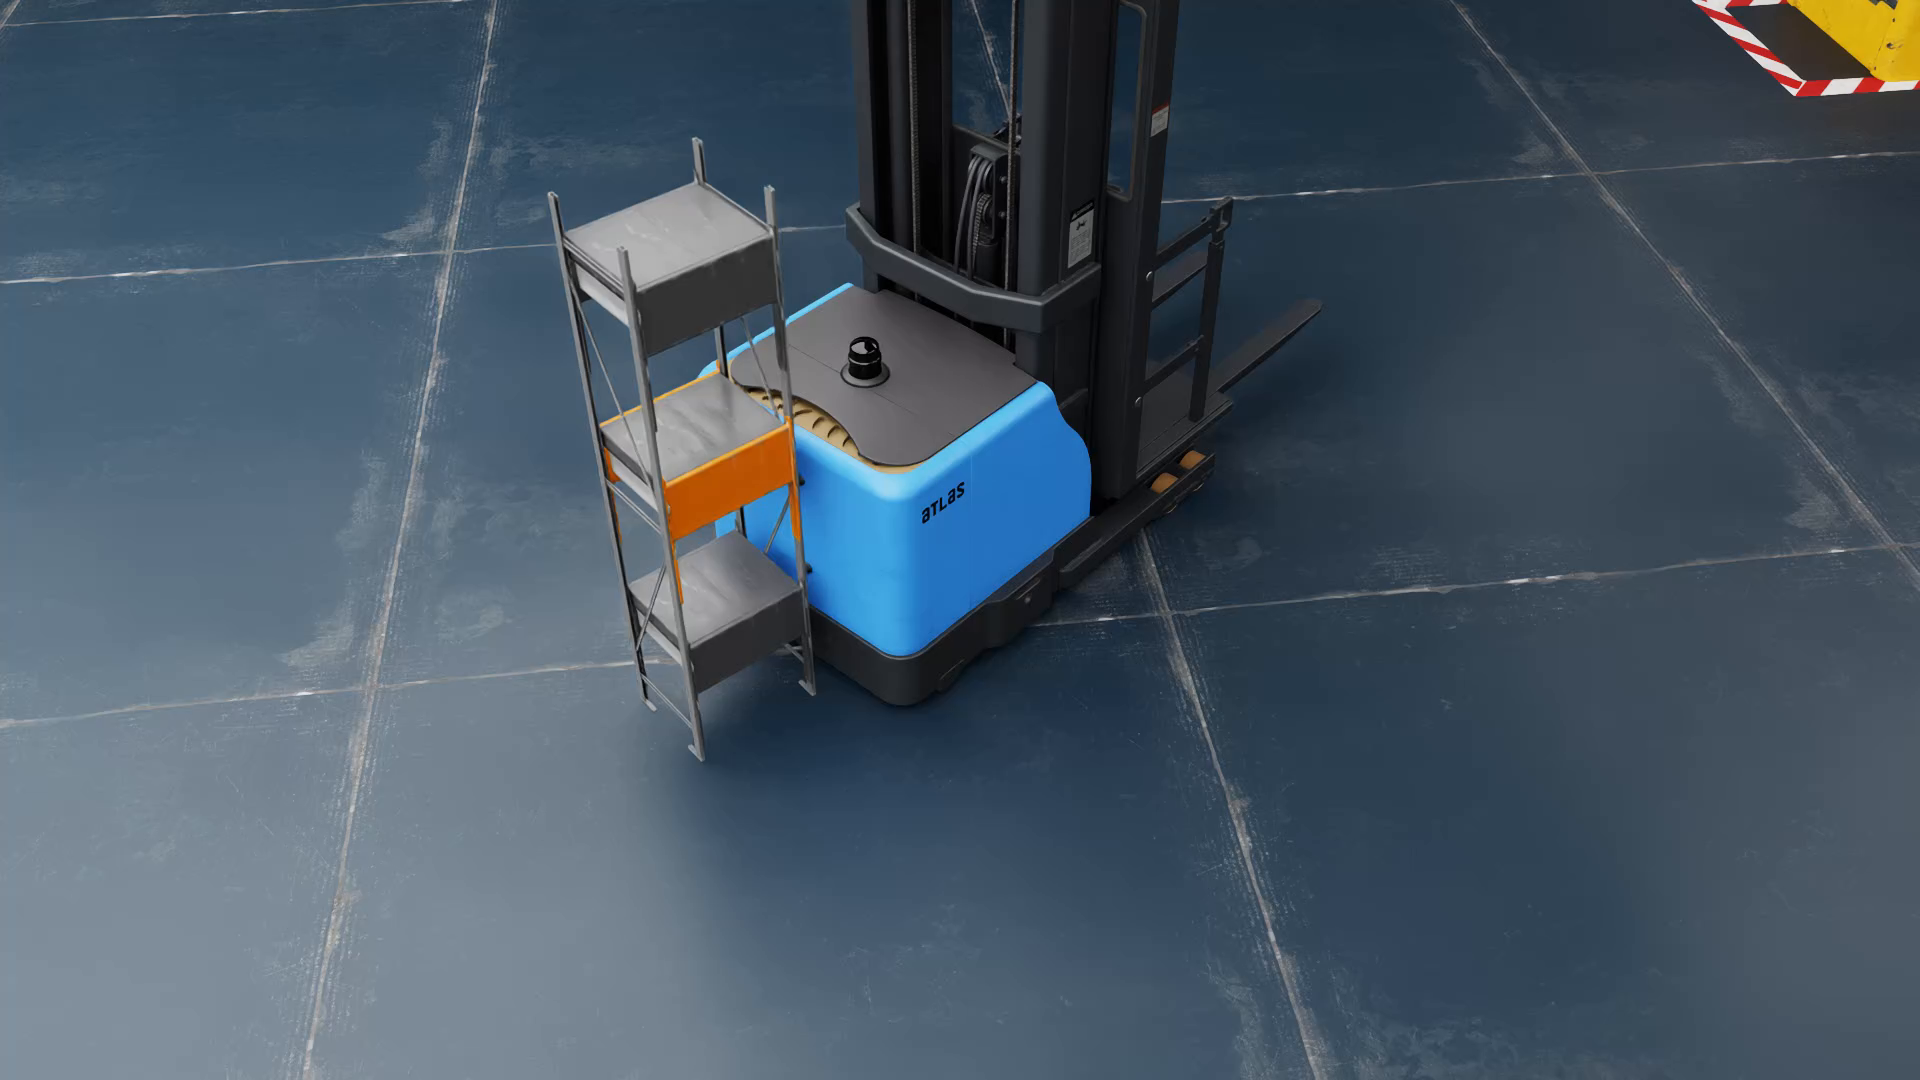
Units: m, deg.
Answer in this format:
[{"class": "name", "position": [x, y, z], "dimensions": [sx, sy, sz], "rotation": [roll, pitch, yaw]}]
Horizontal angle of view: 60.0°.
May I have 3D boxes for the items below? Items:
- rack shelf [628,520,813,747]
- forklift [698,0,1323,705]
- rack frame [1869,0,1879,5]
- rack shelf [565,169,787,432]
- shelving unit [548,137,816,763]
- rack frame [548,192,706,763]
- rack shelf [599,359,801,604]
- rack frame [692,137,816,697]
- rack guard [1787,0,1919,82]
[{"class": "rack shelf", "position": [-0.849, 0.327, 5.884], "dimensions": [0.480, 0.518, 0.431], "rotation": [-30, 50, -29]}, {"class": "forklift", "position": [0.415, -1.401, 6.115], "dimensions": [1.130, 2.935, 3.031], "rotation": [31, 50, 30]}, {"class": "rack frame", "position": [5.501, -4.191, 9.157], "dimensions": [0.127, 3.000, 1.000], "rotation": [-5, 42, -6]}, {"class": "rack shelf", "position": [-0.846, -0.716, 4.950], "dimensions": [0.480, 0.518, 0.431], "rotation": [-30, 50, -29]}, {"class": "shelving unit", "position": [-0.847, -0.205, 5.408], "dimensions": [0.503, 2.100, 0.431], "rotation": [-30, 50, -29]}, {"class": "rack frame", "position": [-1.033, -0.100, 5.289], "dimensions": [0.015, 2.100, 0.400], "rotation": [-30, 50, -29]}, {"class": "rack shelf", "position": [-0.847, -0.195, 5.417], "dimensions": [0.480, 0.518, 0.431], "rotation": [-30, 50, -29]}, {"class": "rack frame", "position": [-0.662, -0.310, 5.526], "dimensions": [0.015, 2.100, 0.400], "rotation": [-30, 50, -29]}, {"class": "rack guard", "position": [5.478, -3.261, 9.992], "dimensions": [0.348, 0.500, 1.175], "rotation": [-5, 42, -6]}]
